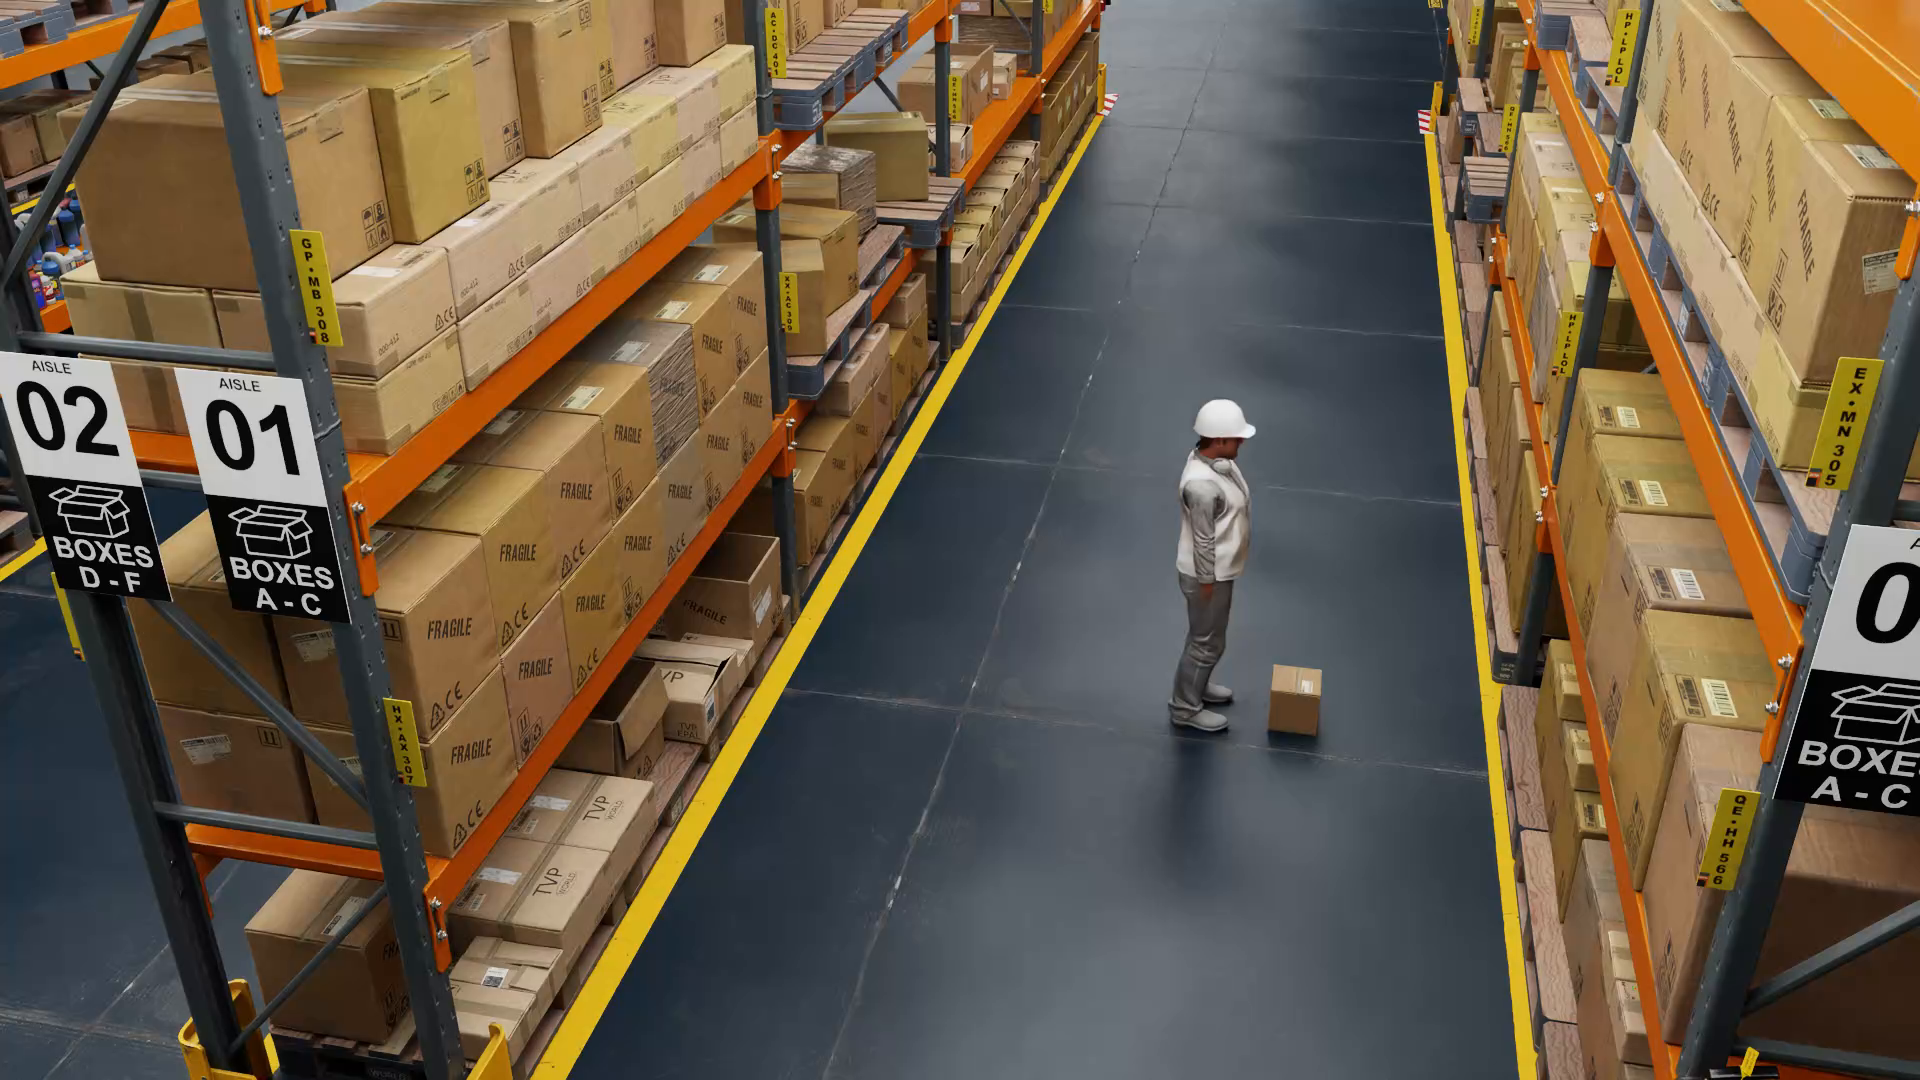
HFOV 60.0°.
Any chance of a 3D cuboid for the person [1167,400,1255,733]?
[{"bbox_3d":[1.269,0.114,8.395,0.360,1.766,0.533,6,29,12],"label":"person"}]
